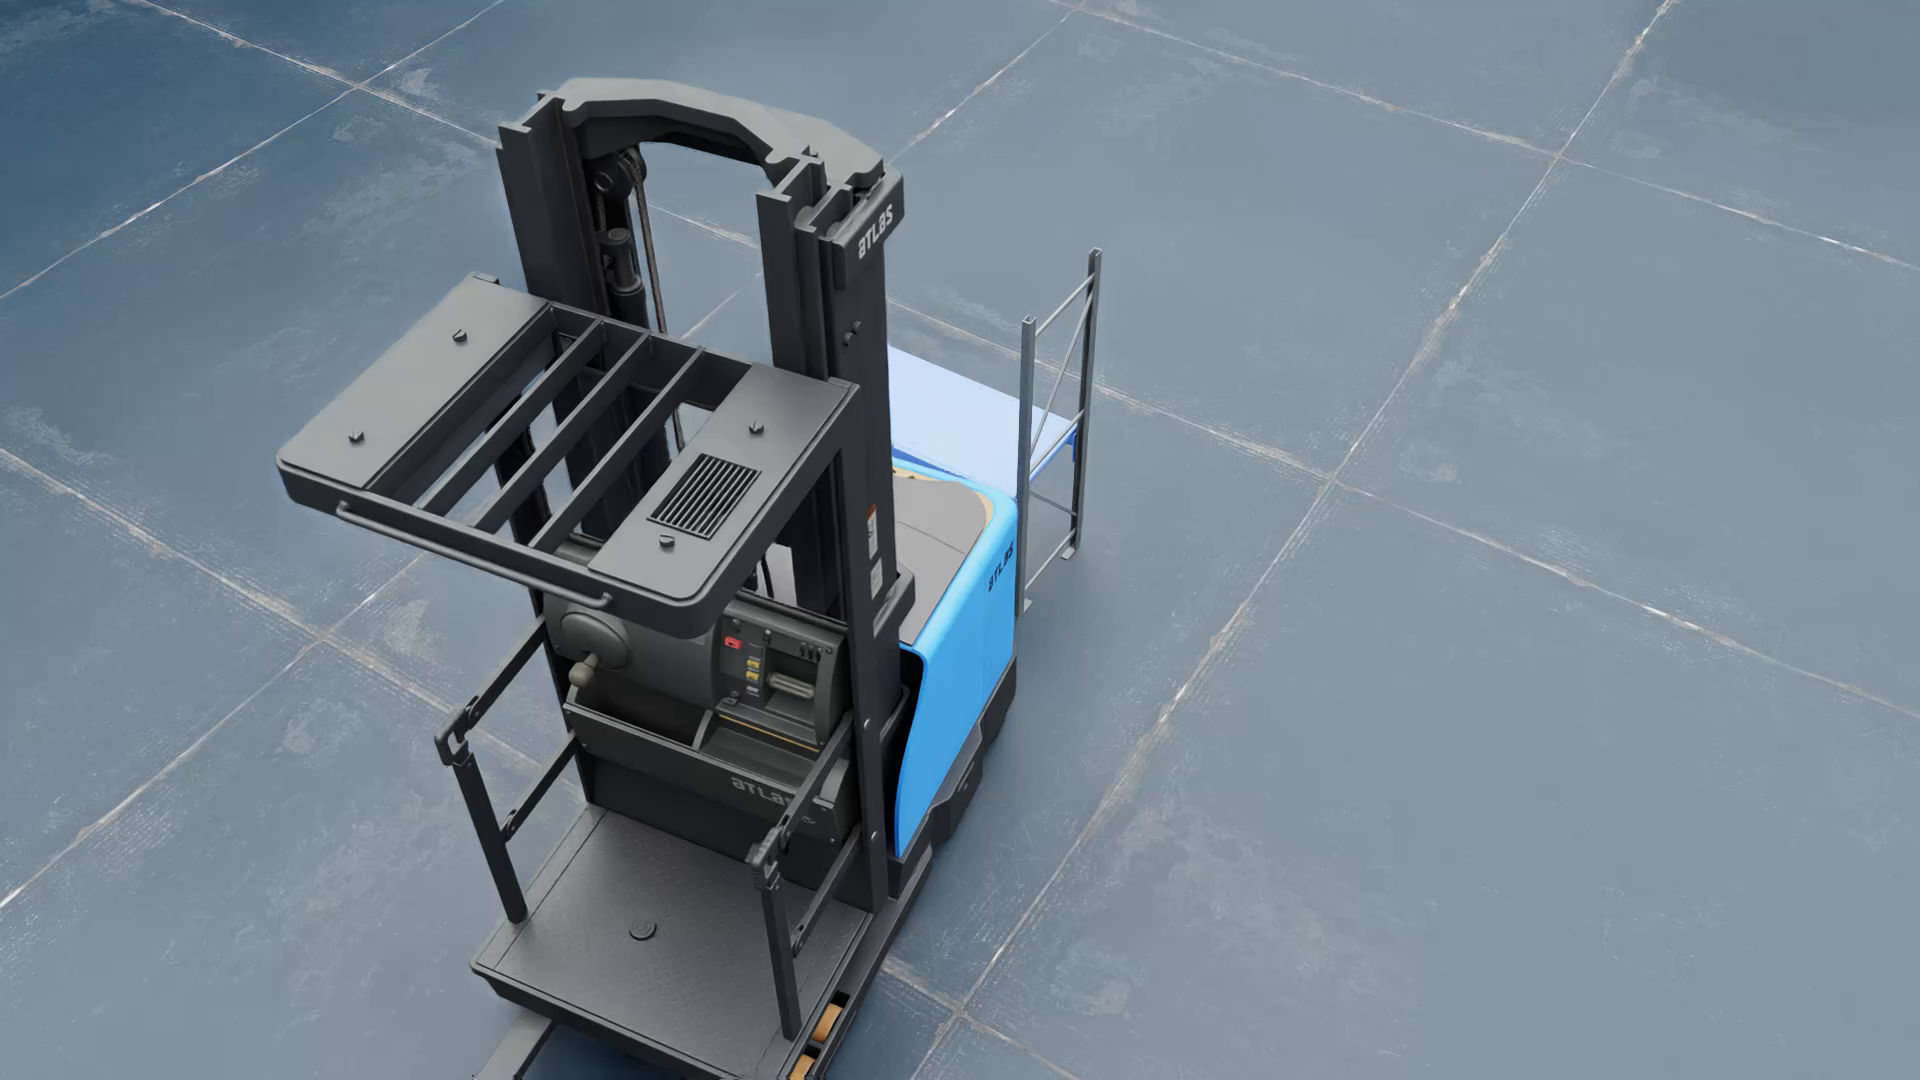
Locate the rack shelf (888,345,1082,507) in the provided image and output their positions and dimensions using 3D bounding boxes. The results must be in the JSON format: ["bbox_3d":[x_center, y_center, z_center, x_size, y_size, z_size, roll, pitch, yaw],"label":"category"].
[{"bbox_3d":[-0.072,-0.430,6.595,1.000,0.185,0.538,25,51,22],"label":"rack shelf"}]

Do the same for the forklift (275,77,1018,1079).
[{"bbox_3d":[-0.850,0.399,4.540,1.130,2.935,3.031,18,48,16],"label":"forklift"}]

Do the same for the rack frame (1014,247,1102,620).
[{"bbox_3d":[0.356,-0.359,6.275,0.032,1.500,0.500,25,51,22],"label":"rack frame"}]

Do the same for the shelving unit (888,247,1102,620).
[{"bbox_3d":[-0.072,-0.556,6.466,1.048,1.500,0.538,25,51,22],"label":"shelving unit"}]
